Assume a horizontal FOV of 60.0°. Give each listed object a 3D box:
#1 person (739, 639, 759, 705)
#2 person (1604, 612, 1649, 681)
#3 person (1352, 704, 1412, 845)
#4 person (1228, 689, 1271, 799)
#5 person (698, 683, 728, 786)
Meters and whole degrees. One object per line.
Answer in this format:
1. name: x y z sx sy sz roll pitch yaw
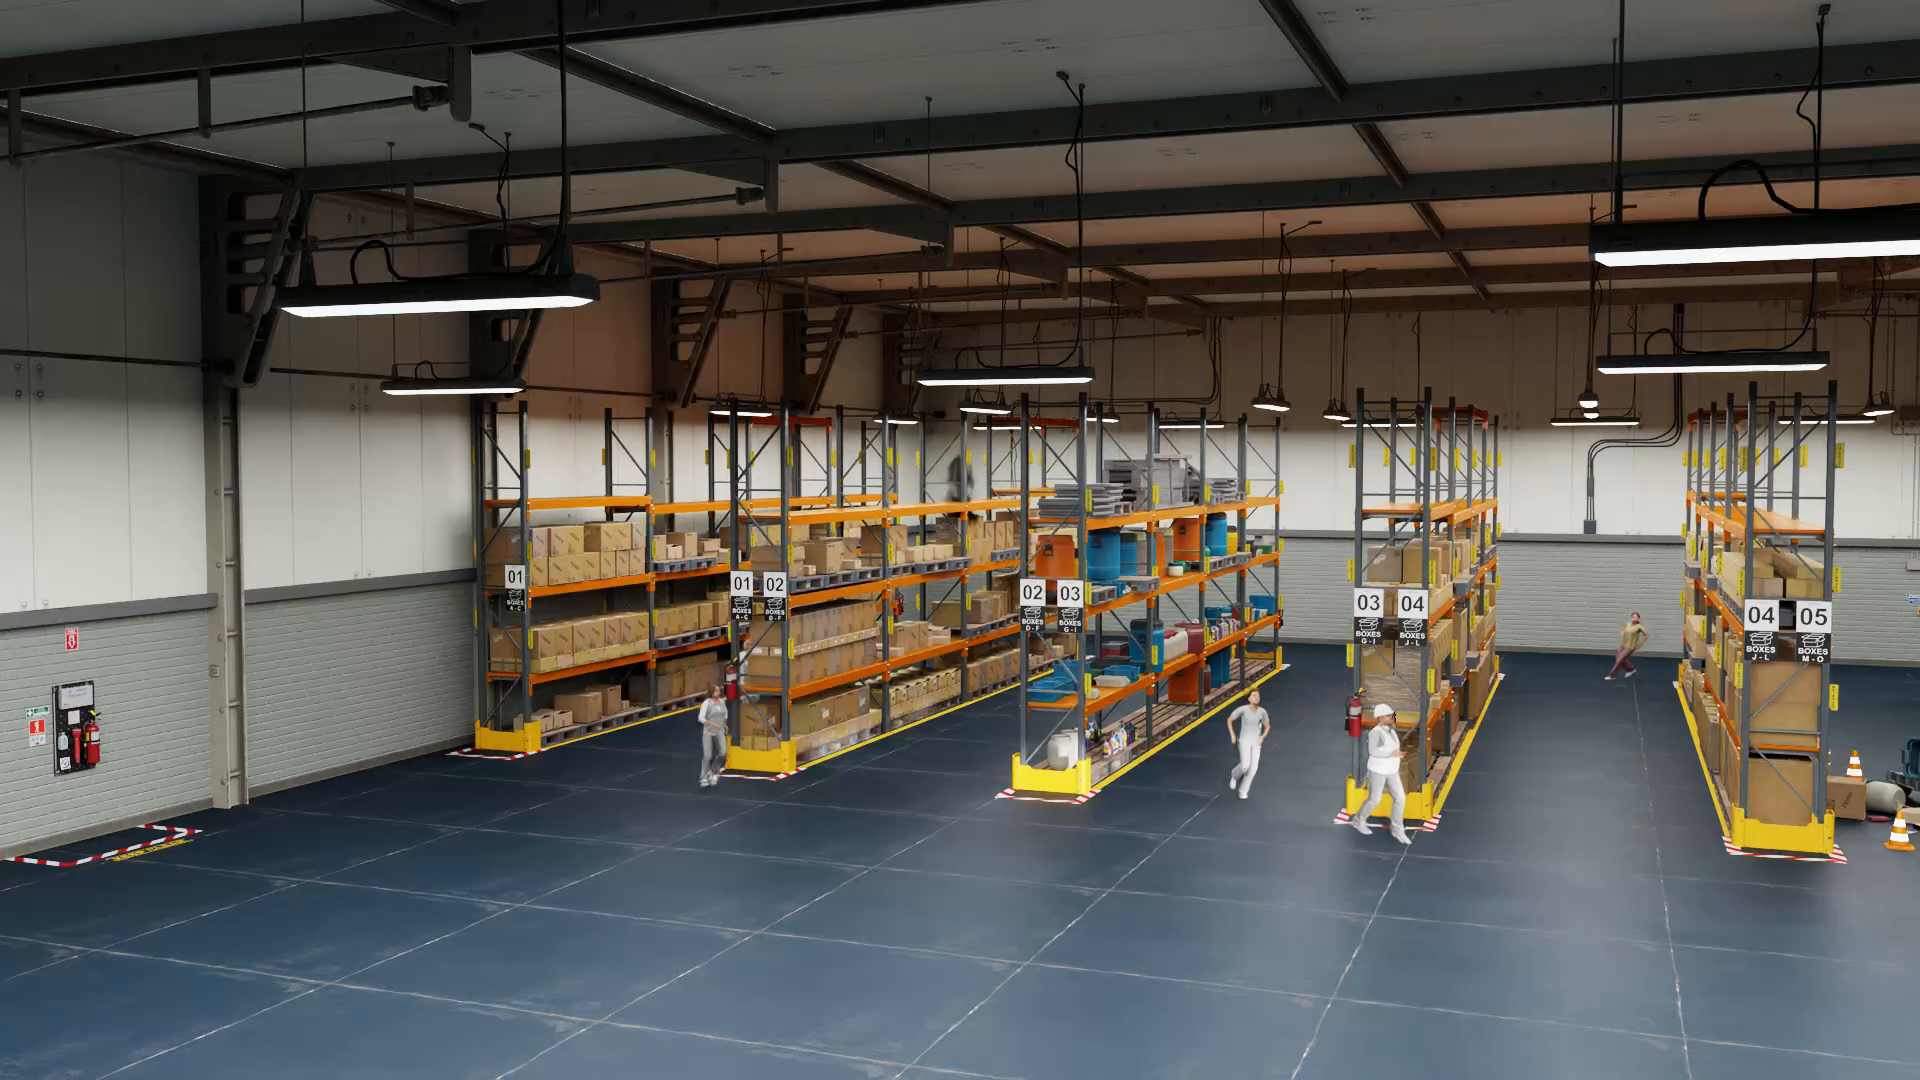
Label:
1. person: -3.850 2.663 30.221 0.691 1.746 0.659 1 3 12
2. person: 15.056 2.399 37.460 0.769 1.586 0.704 -1 3 -23
3. person: 5.510 3.051 21.770 0.648 1.827 0.808 -2 4 -40
4. person: 4.302 3.009 24.603 0.618 1.599 0.535 -1 3 -12
5. person: -3.727 2.973 25.367 0.563 1.576 0.603 -2 3 -32
